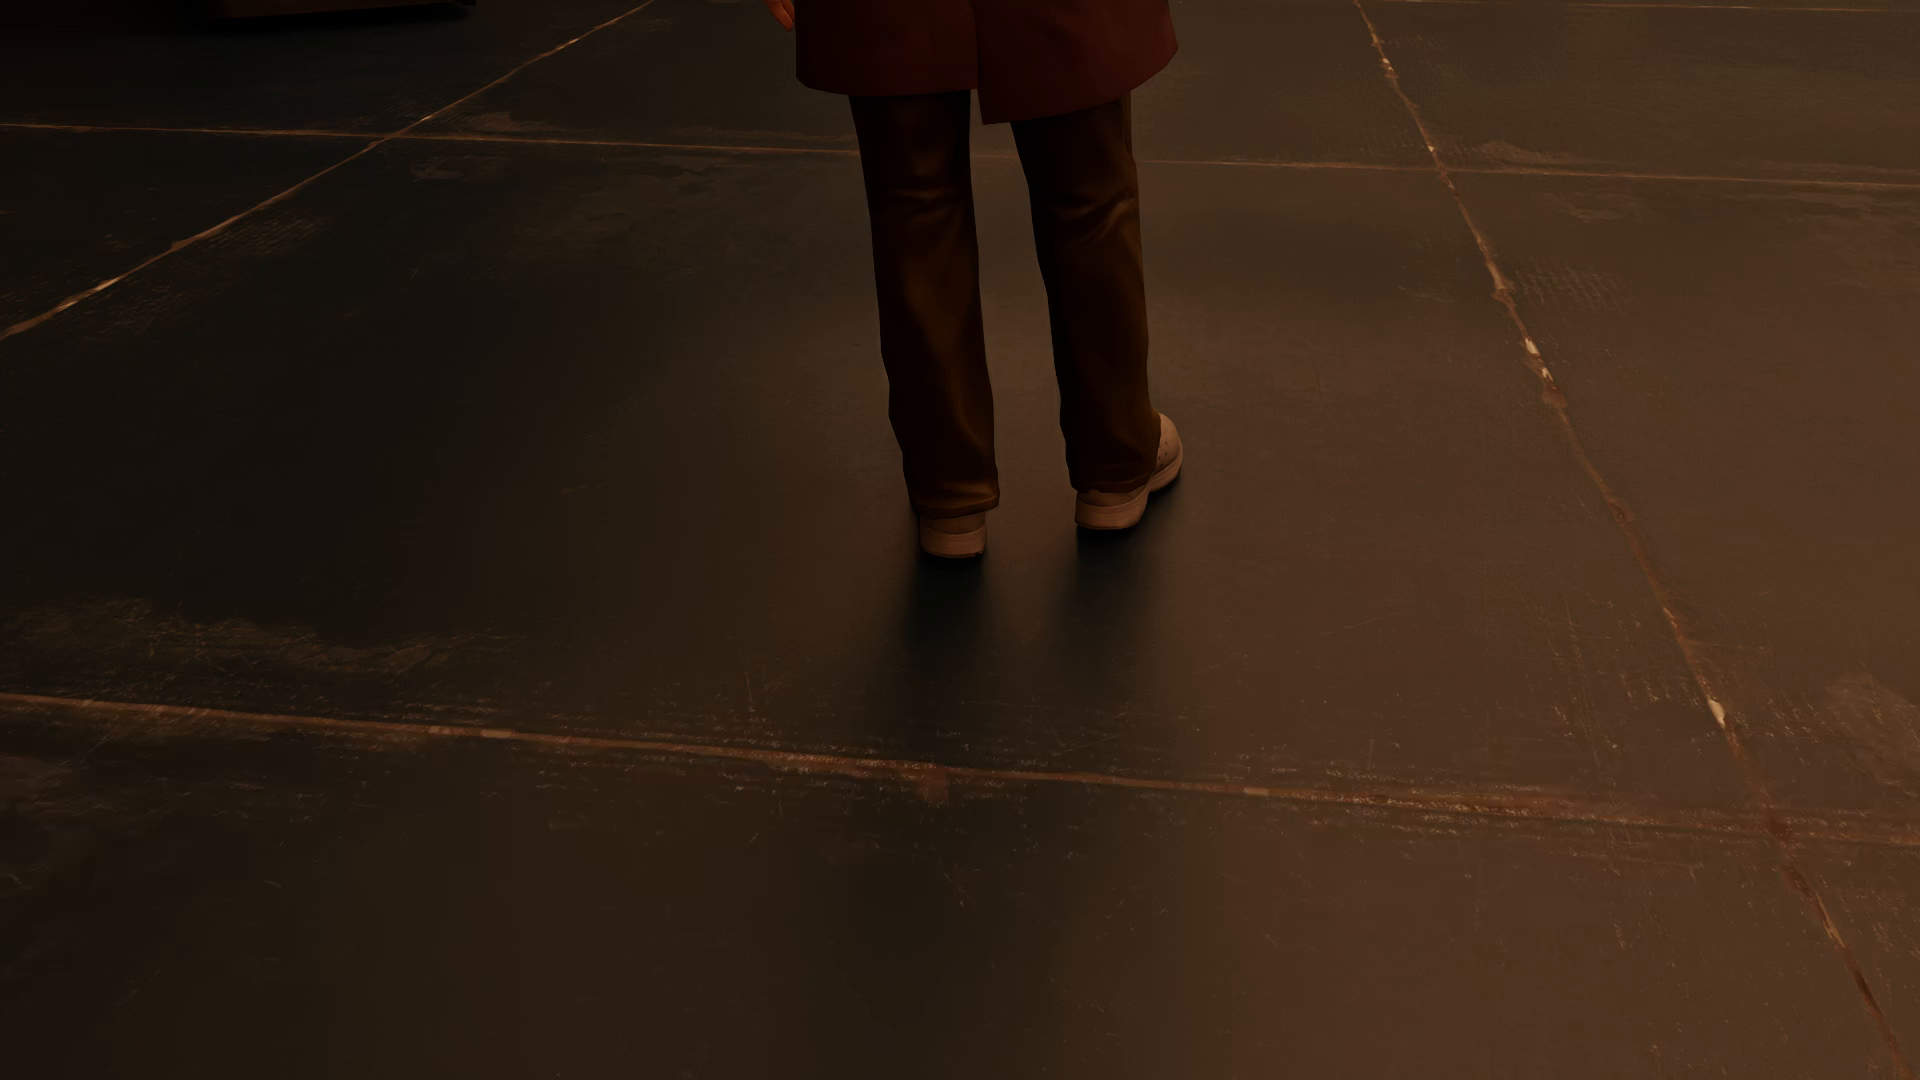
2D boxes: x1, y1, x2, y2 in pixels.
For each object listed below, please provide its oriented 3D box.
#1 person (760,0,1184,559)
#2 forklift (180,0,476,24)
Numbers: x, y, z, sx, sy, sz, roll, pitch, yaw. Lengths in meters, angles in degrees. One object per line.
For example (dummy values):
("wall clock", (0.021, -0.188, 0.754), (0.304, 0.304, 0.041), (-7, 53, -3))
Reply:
("person", (0.017, -0.842, 2.180), (0.696, 1.776, 0.582), (3, 27, 7))
("forklift", (-3.079, -3.906, 7.048), (1.130, 2.935, 3.031), (-13, 29, -25))
